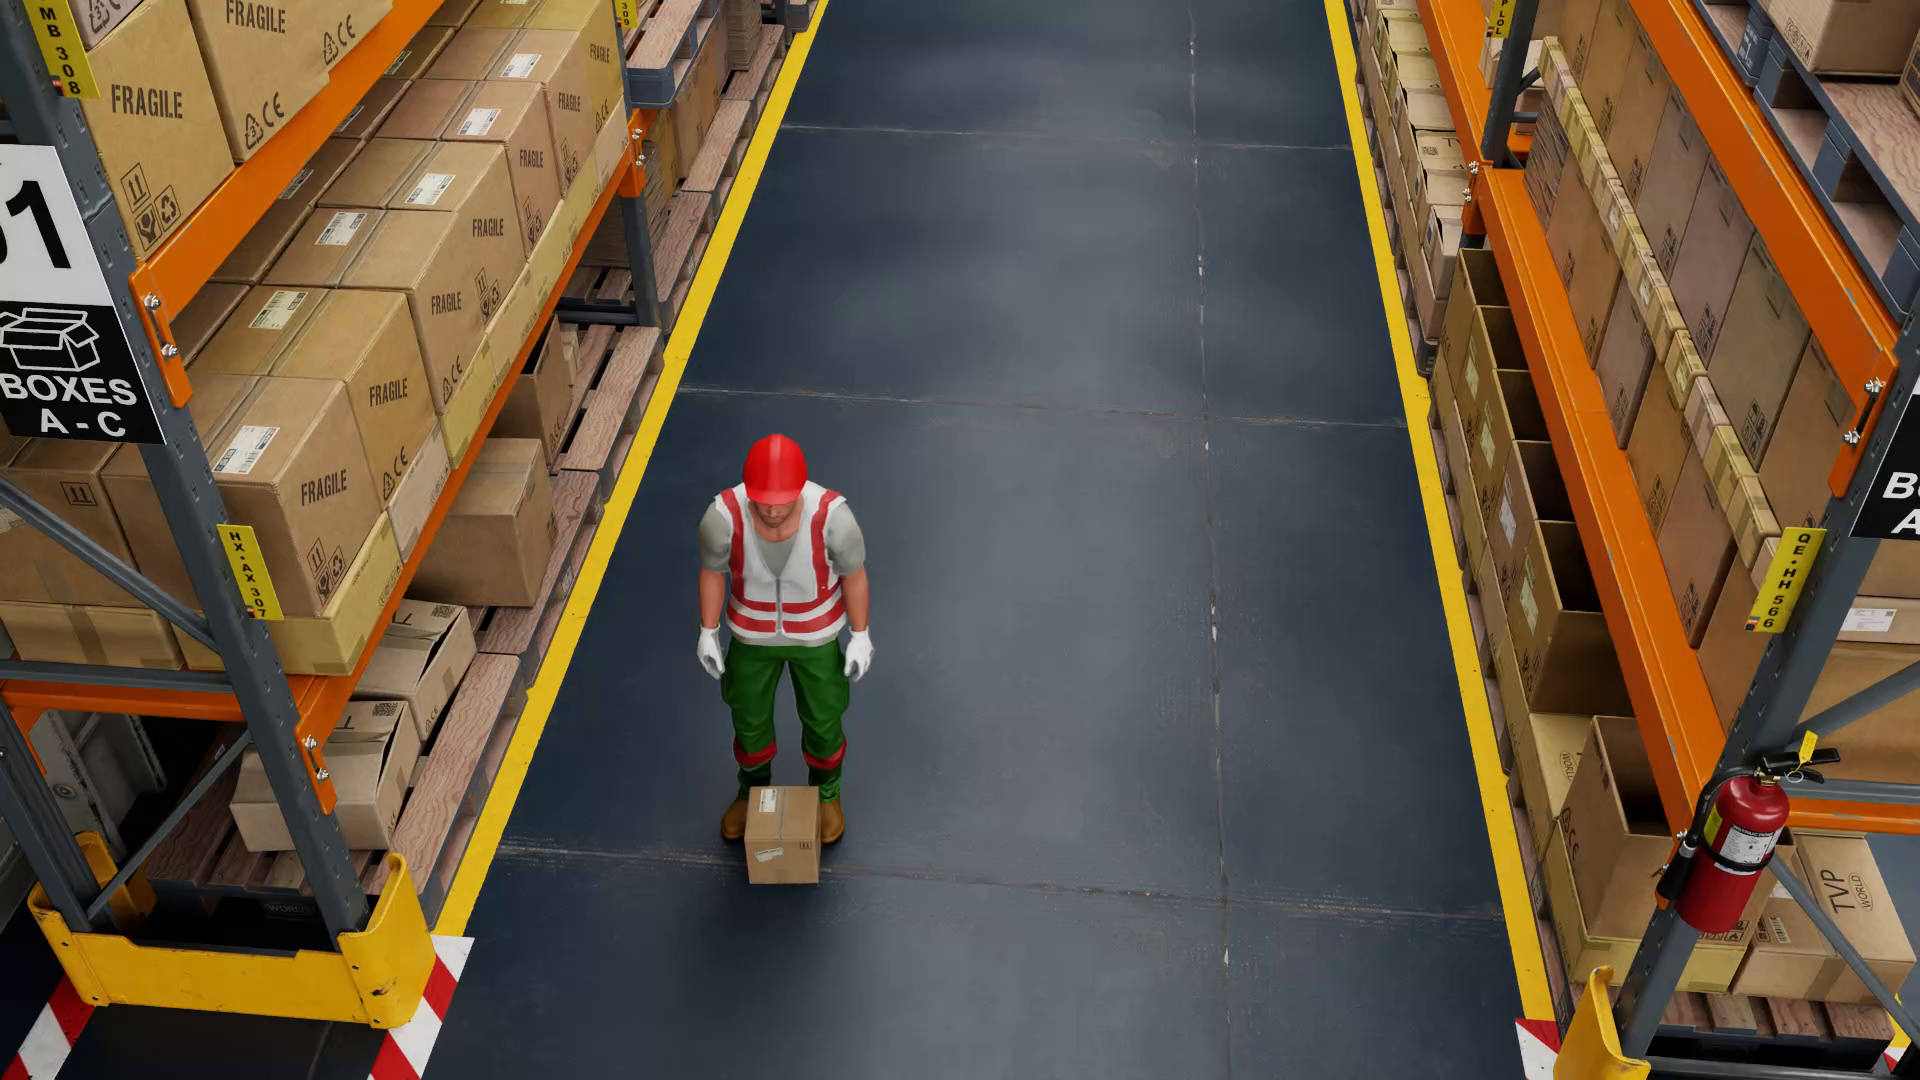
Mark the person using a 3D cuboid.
[{"bbox_3d":[-0.604,0.342,5.733,0.613,1.778,0.452,1,40,1],"label":"person"}]
